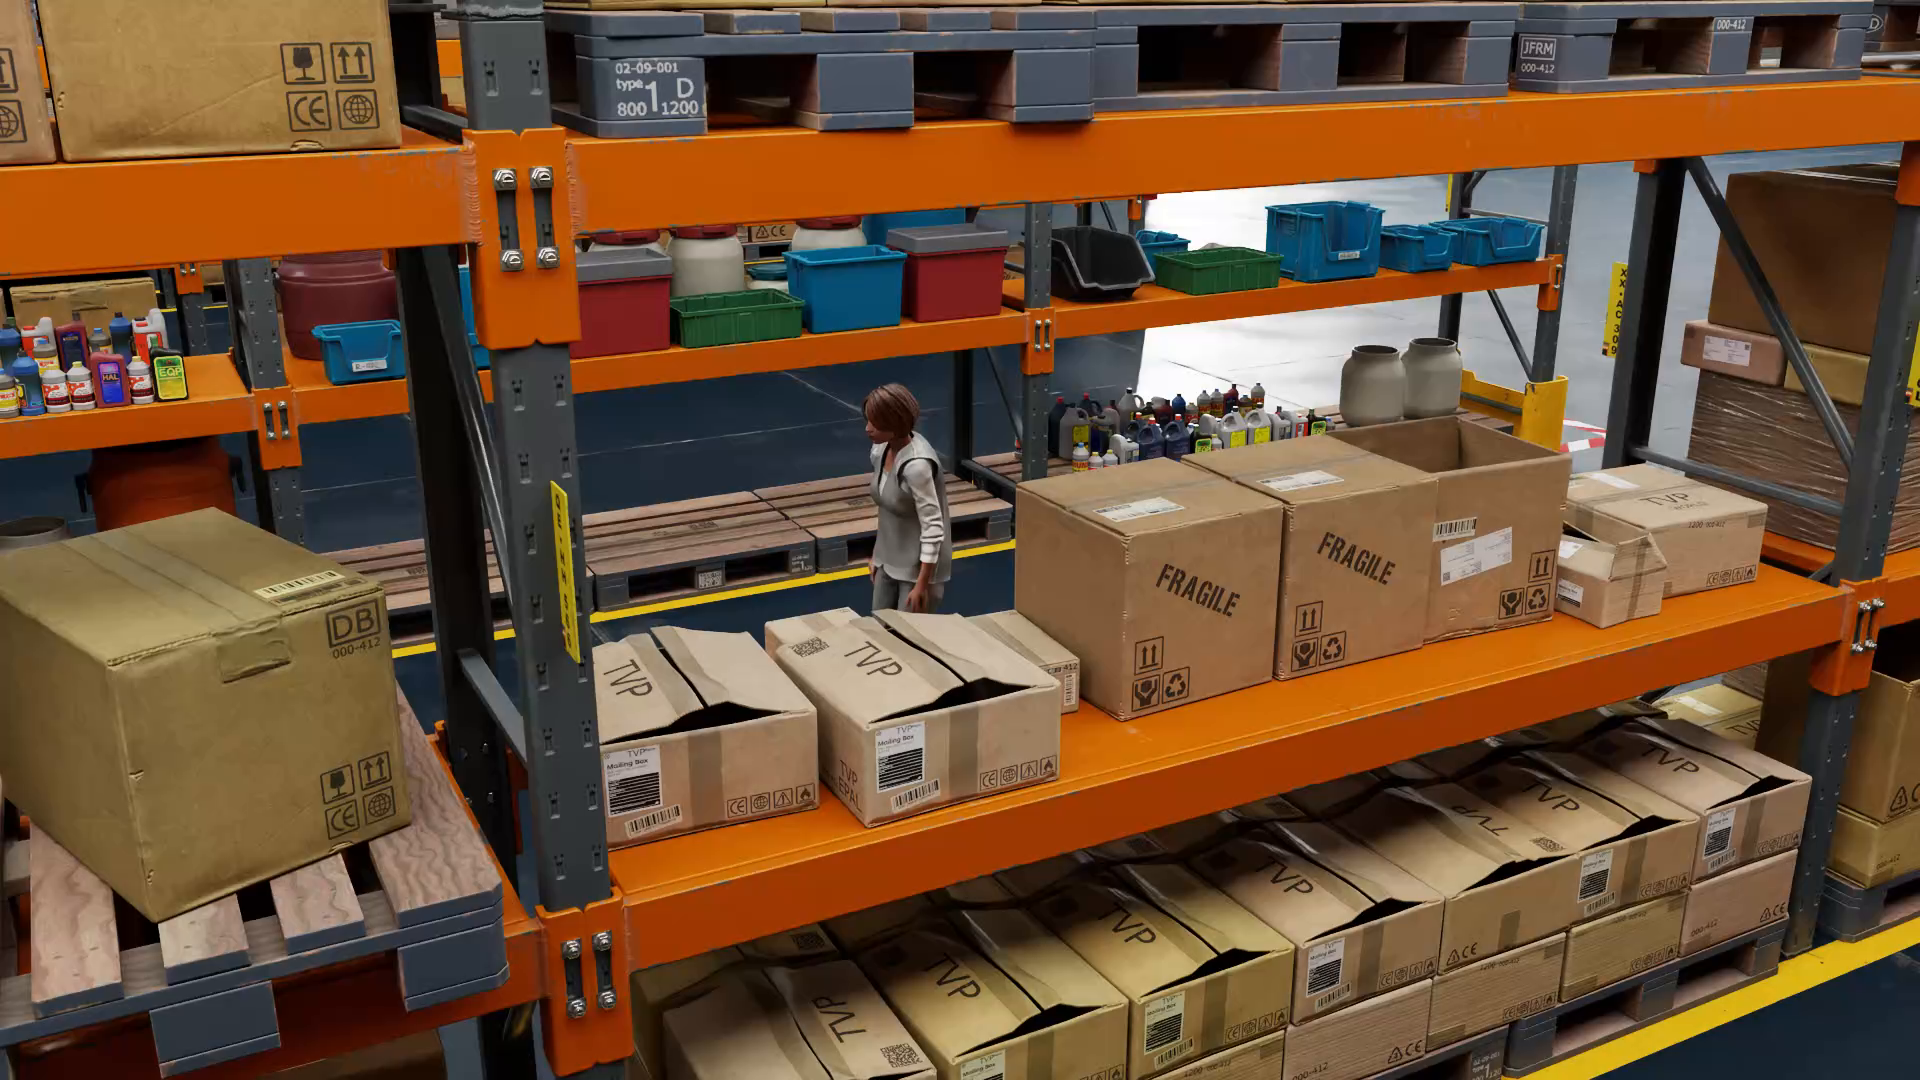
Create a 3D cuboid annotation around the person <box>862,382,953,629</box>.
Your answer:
[{"bbox_3d":[-0.220,0.143,6.658,0.345,1.592,0.460,-10,21,-27],"label":"person"}]
